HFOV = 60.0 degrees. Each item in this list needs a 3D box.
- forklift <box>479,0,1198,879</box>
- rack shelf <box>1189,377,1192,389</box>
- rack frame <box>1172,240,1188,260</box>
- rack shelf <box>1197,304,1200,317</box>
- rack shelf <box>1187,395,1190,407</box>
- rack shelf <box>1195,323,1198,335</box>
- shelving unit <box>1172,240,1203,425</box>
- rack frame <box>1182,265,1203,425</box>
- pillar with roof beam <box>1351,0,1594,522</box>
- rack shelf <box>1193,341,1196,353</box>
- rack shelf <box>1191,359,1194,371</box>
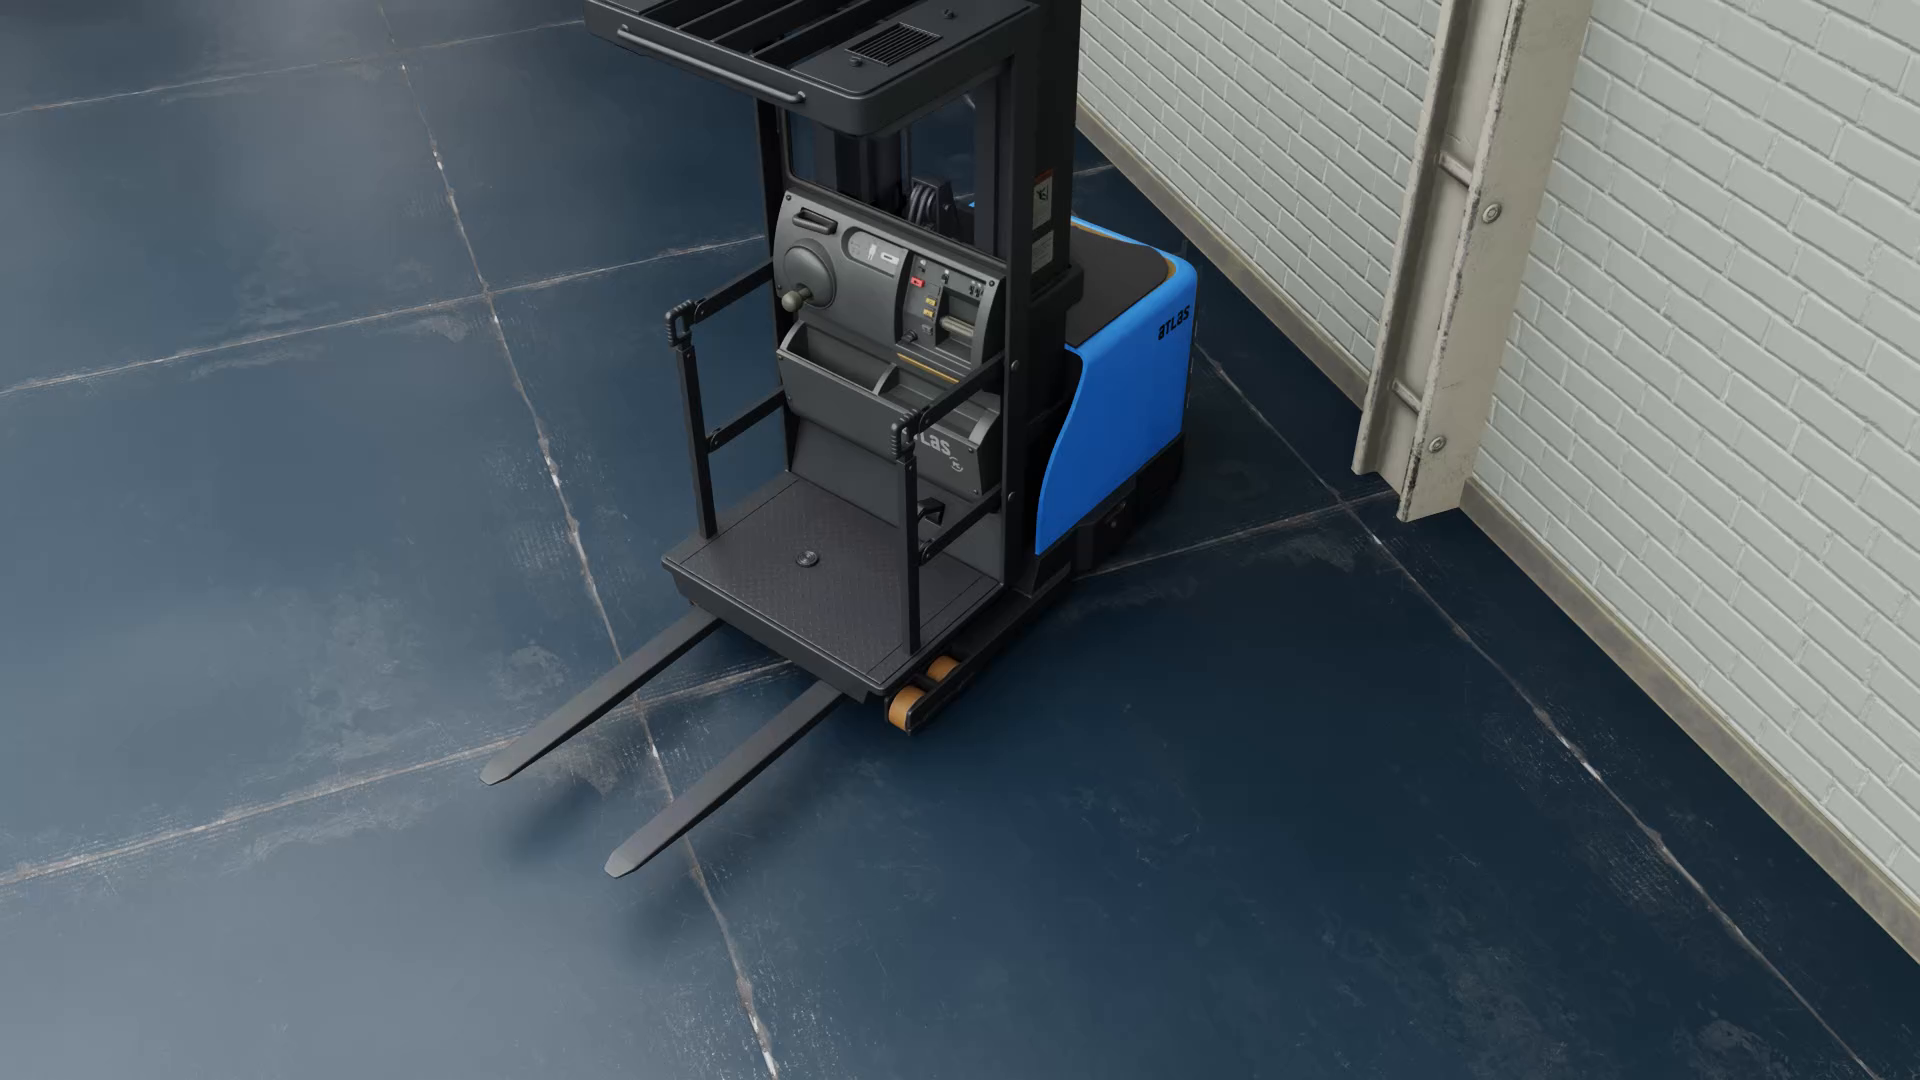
[{"bbox_3d":[-0.389,-0.794,5.425,1.130,2.935,3.031,28,48,28],"label":"forklift"},{"bbox_3d":[0.832,-0.711,7.076,0.258,0.077,0.200,-7,41,-8],"label":"rack shelf"},{"bbox_3d":[0.812,-0.869,7.071,0.240,0.900,0.006,-7,41,-8],"label":"rack frame"},{"bbox_3d":[0.831,-0.984,6.841,0.258,0.077,0.200,-7,41,-8],"label":"rack shelf"},{"bbox_3d":[0.832,-0.643,7.134,0.258,0.077,0.200,-7,41,-8],"label":"rack shelf"},{"bbox_3d":[0.832,-0.915,6.899,0.258,0.077,0.200,-7,41,-8],"label":"rack shelf"},{"bbox_3d":[0.832,-0.804,6.995,0.258,0.900,0.210,-7,41,-8],"label":"shelving unit"},{"bbox_3d":[0.851,-0.739,6.919,0.240,0.900,0.006,-7,41,-8],"label":"rack frame"},{"bbox_3d":[-2.090,-2.567,2.833,9.100,9.000,0.400,-15,43,-17],"label":"pillar with roof beam"},{"bbox_3d":[0.832,-0.847,6.958,0.258,0.077,0.200,-7,41,-8],"label":"rack shelf"},{"bbox_3d":[0.832,-0.779,7.017,0.258,0.077,0.200,-7,41,-8],"label":"rack shelf"}]
